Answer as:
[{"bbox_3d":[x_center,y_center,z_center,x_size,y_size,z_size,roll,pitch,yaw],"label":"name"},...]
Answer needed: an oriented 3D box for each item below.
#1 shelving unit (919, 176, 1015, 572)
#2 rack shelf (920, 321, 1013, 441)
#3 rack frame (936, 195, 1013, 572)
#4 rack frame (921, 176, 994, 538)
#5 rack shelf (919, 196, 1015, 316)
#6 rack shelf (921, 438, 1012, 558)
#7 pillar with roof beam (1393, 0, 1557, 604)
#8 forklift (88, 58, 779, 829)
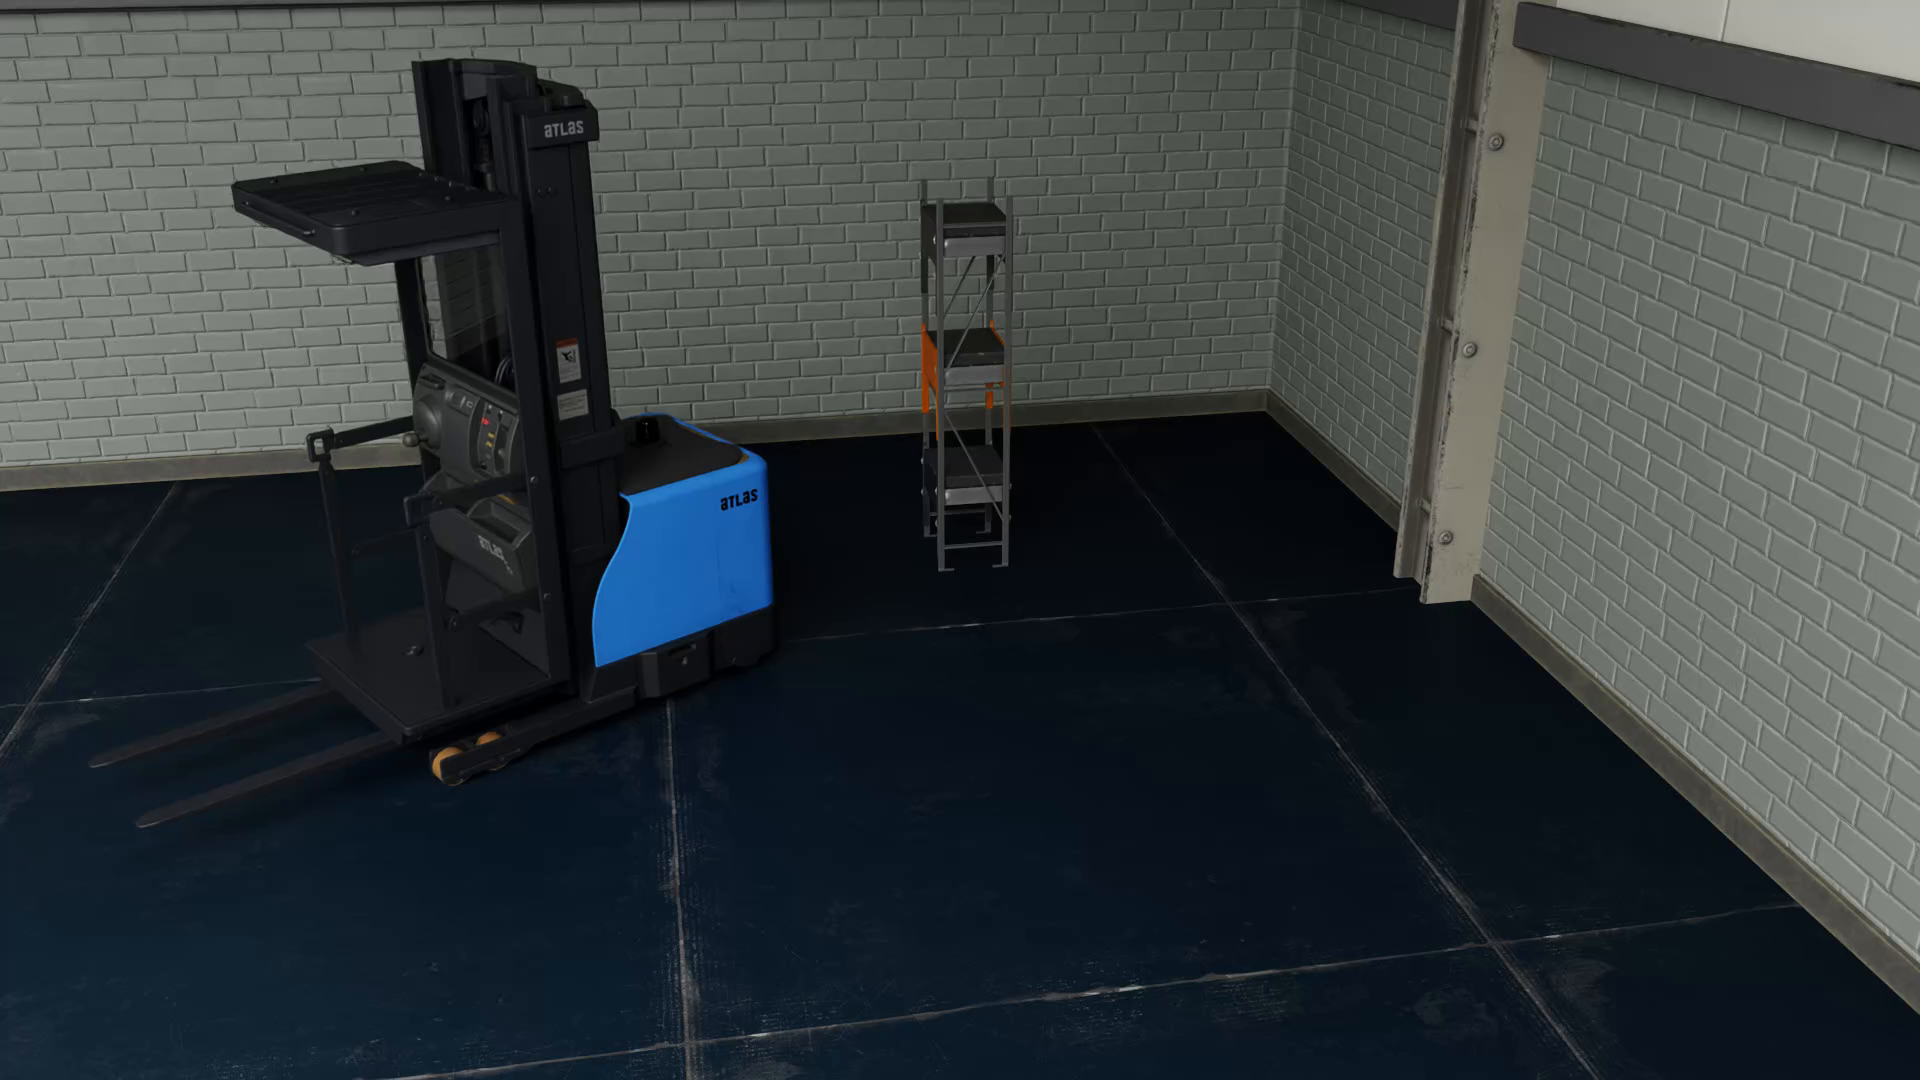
[{"bbox_3d":[0.031,-0.897,9.181,0.431,2.100,0.503,-4,24,-10],"label":"shelving unit"},{"bbox_3d":[0.031,-0.885,9.186,0.431,0.518,0.480,-4,24,-10],"label":"rack shelf"},{"bbox_3d":[0.076,-0.801,8.961,0.400,2.100,0.015,-4,24,-10],"label":"rack frame"},{"bbox_3d":[-0.015,-0.993,9.400,0.400,2.100,0.015,-4,24,-10],"label":"rack frame"},{"bbox_3d":[0.031,-1.526,8.906,0.431,0.518,0.480,-4,24,-10],"label":"rack shelf"},{"bbox_3d":[0.031,-0.243,9.466,0.431,0.518,0.480,-4,24,-10],"label":"rack shelf"},{"bbox_3d":[-1.619,-3.550,6.635,9.100,9.000,0.400,-4,24,-10],"label":"pillar with roof beam"},{"bbox_3d":[-2.344,-0.503,7.239,3.031,2.935,1.130,-20,30,-38],"label":"forklift"}]
